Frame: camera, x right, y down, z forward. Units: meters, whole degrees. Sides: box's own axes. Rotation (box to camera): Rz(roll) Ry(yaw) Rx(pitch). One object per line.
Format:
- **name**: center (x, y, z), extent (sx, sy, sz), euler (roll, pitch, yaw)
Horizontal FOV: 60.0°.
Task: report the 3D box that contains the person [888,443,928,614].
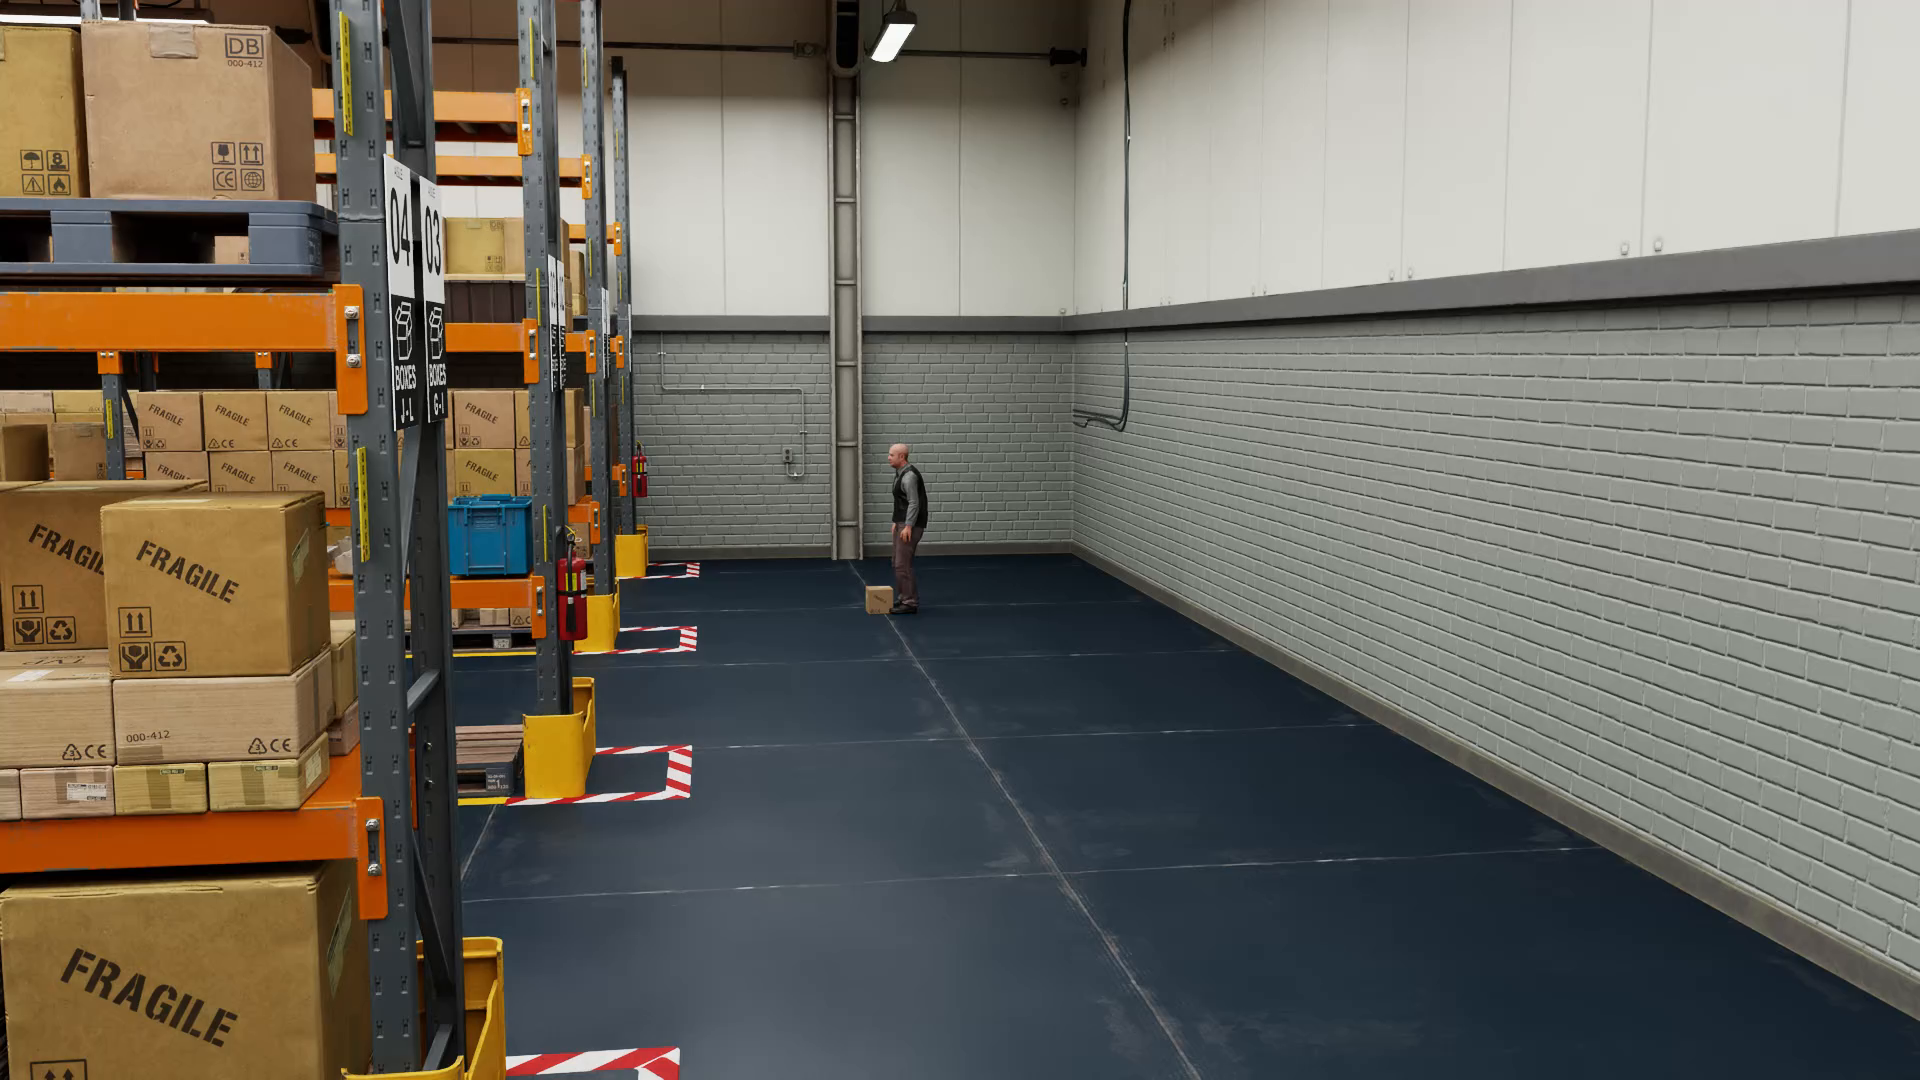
- **person**: center (-0.543, -0.074, 16.928), extent (0.421, 1.620, 0.593), euler (-1, 7, -12)
